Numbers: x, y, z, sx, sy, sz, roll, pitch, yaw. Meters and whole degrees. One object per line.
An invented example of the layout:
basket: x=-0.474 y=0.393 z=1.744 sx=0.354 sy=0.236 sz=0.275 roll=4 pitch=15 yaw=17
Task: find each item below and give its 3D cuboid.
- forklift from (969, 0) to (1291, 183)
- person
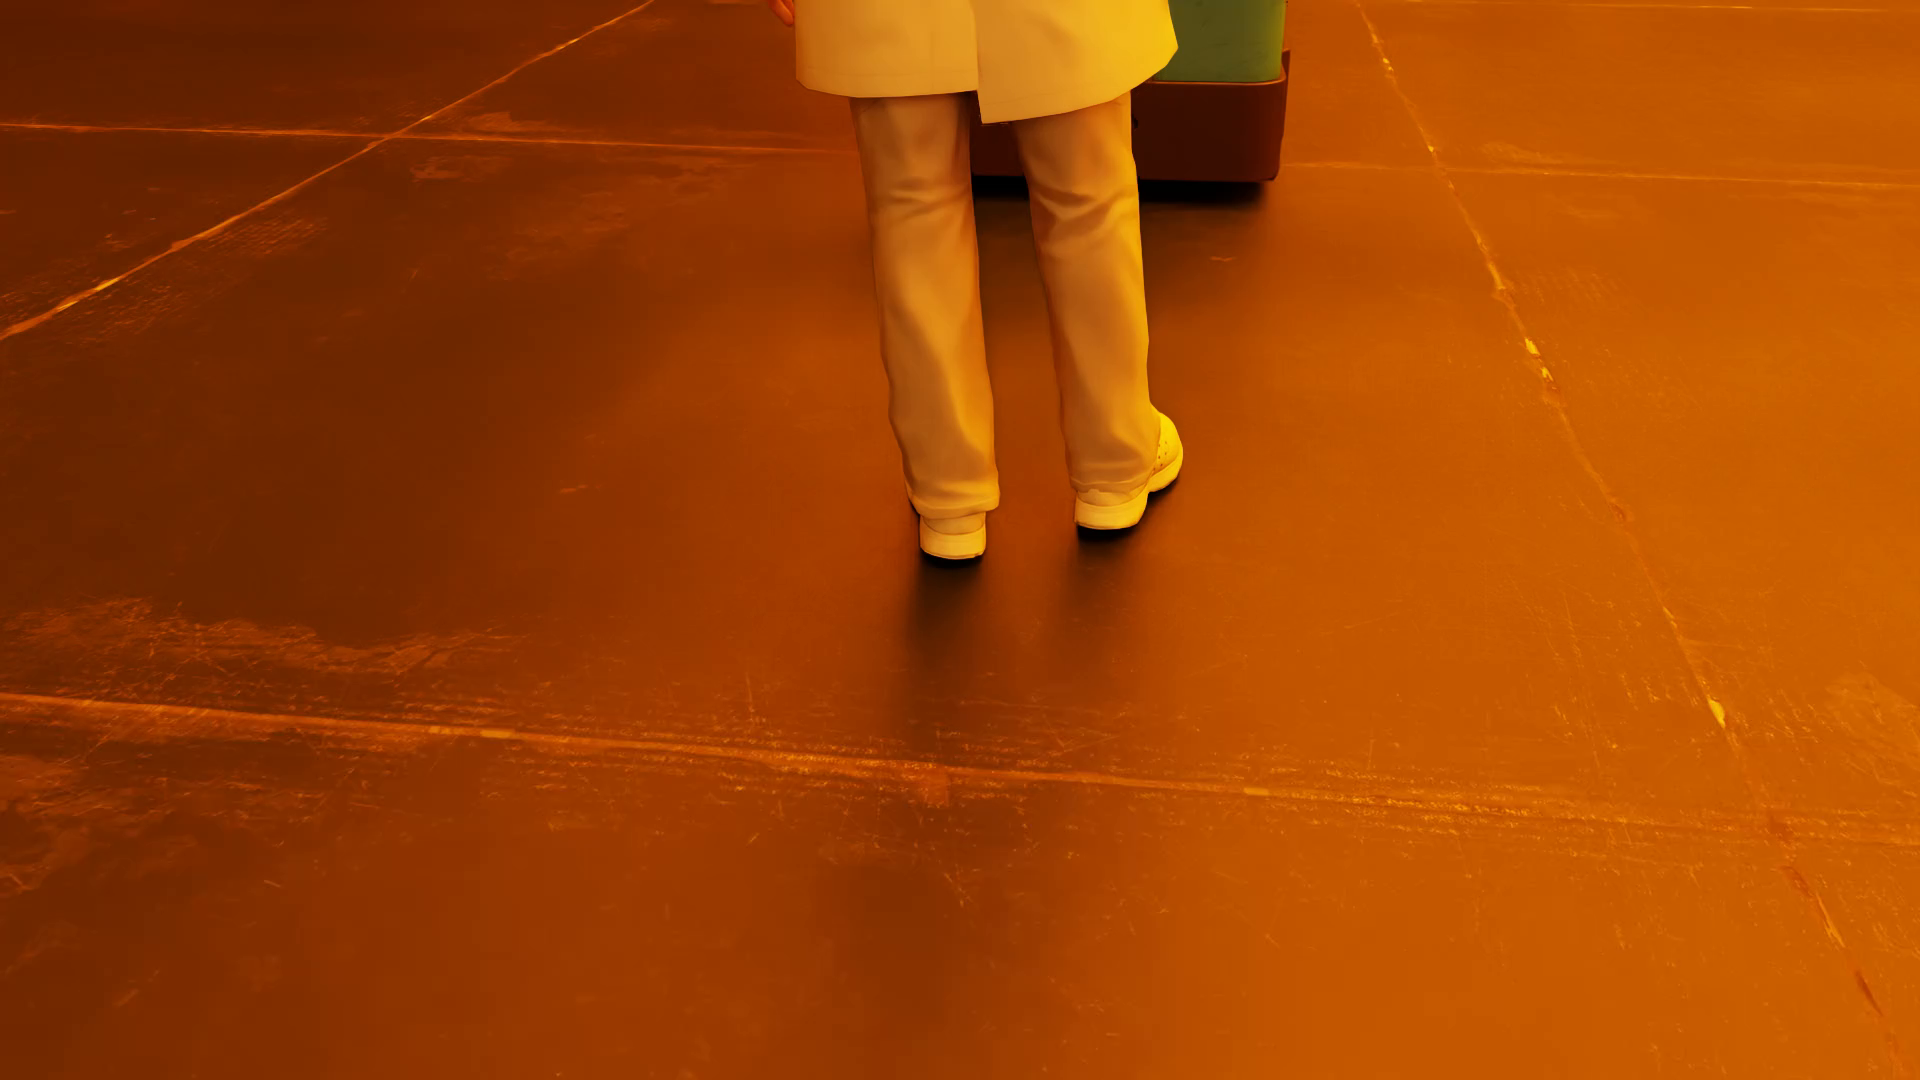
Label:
forklift: x=0.426 y=-2.821 z=4.872 sx=1.130 sy=2.935 sz=3.031 roll=3 pitch=27 yaw=5
person: x=0.016 y=-0.843 z=2.181 sx=0.698 sy=1.778 sz=0.578 roll=3 pitch=27 yaw=7
